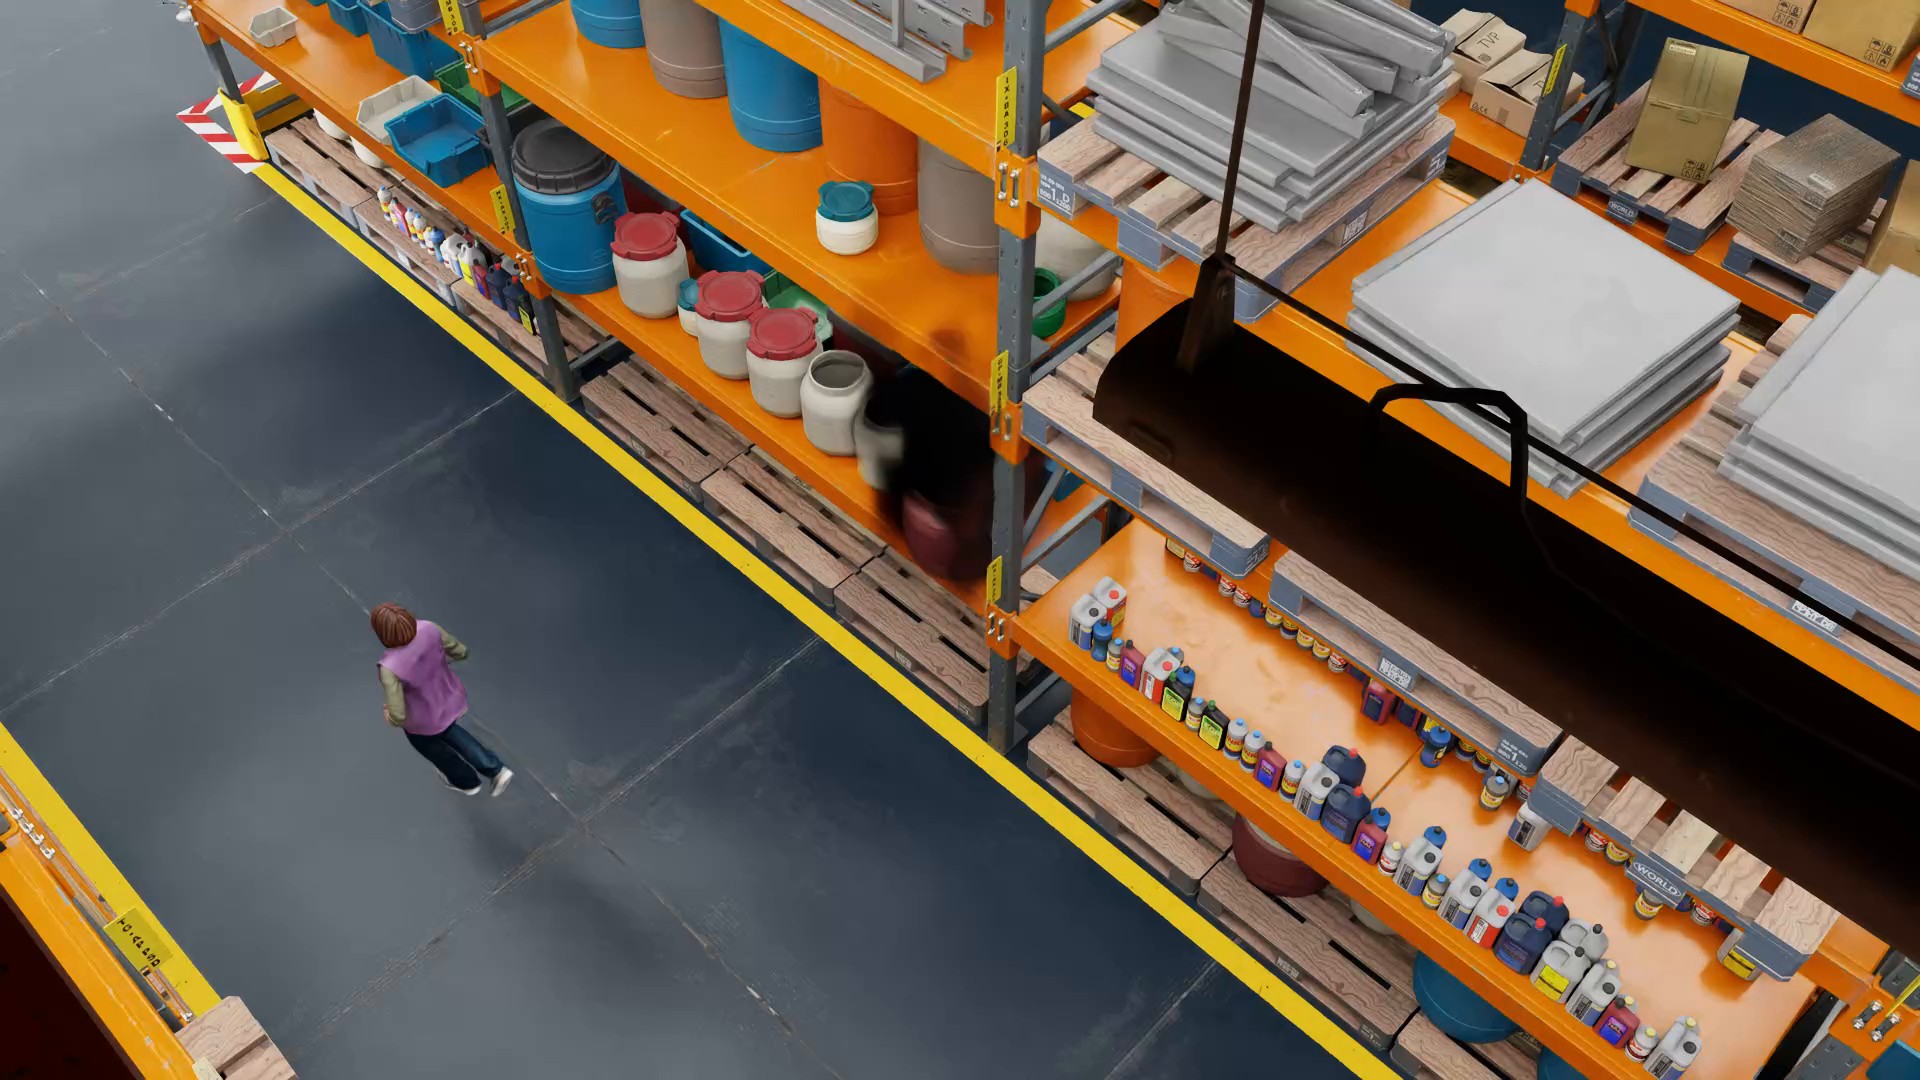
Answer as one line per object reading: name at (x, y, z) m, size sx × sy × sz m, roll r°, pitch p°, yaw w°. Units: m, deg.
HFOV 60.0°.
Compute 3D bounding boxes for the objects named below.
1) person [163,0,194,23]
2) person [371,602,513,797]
person at (-6.309, -4.801, 13.324) m, size 0.624 × 1.701 × 0.728 m, roll -3°, pitch 50°, yaw -3°
person at (-2.604, 0.857, 8.298) m, size 0.493 × 1.550 × 0.522 m, roll 25°, pitch 54°, yaw 19°
